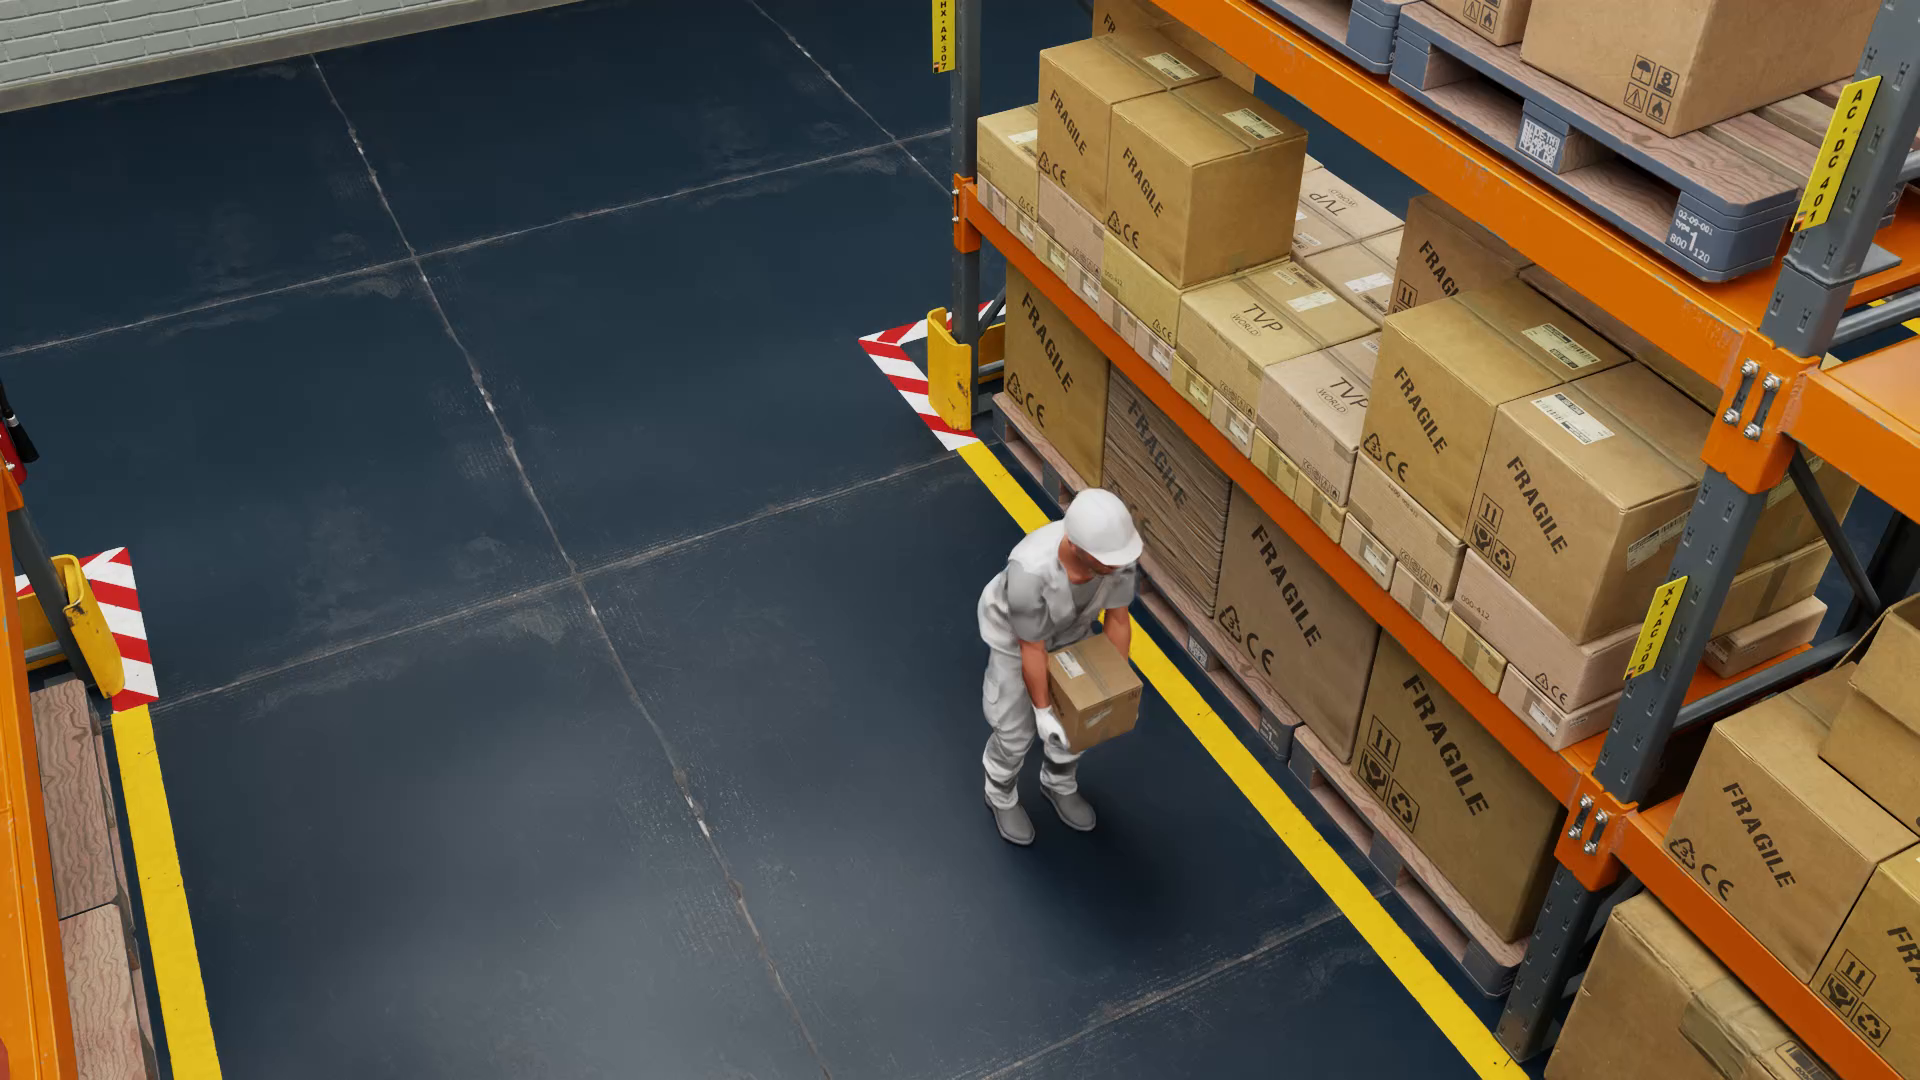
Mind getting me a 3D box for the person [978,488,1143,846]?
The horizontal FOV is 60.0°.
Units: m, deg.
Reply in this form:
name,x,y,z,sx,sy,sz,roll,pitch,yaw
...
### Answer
name,x,y,z,sx,sy,sz,roll,pitch,yaw
person,0.338,0.425,5.714,0.468,1.701,0.639,-20,45,-21
